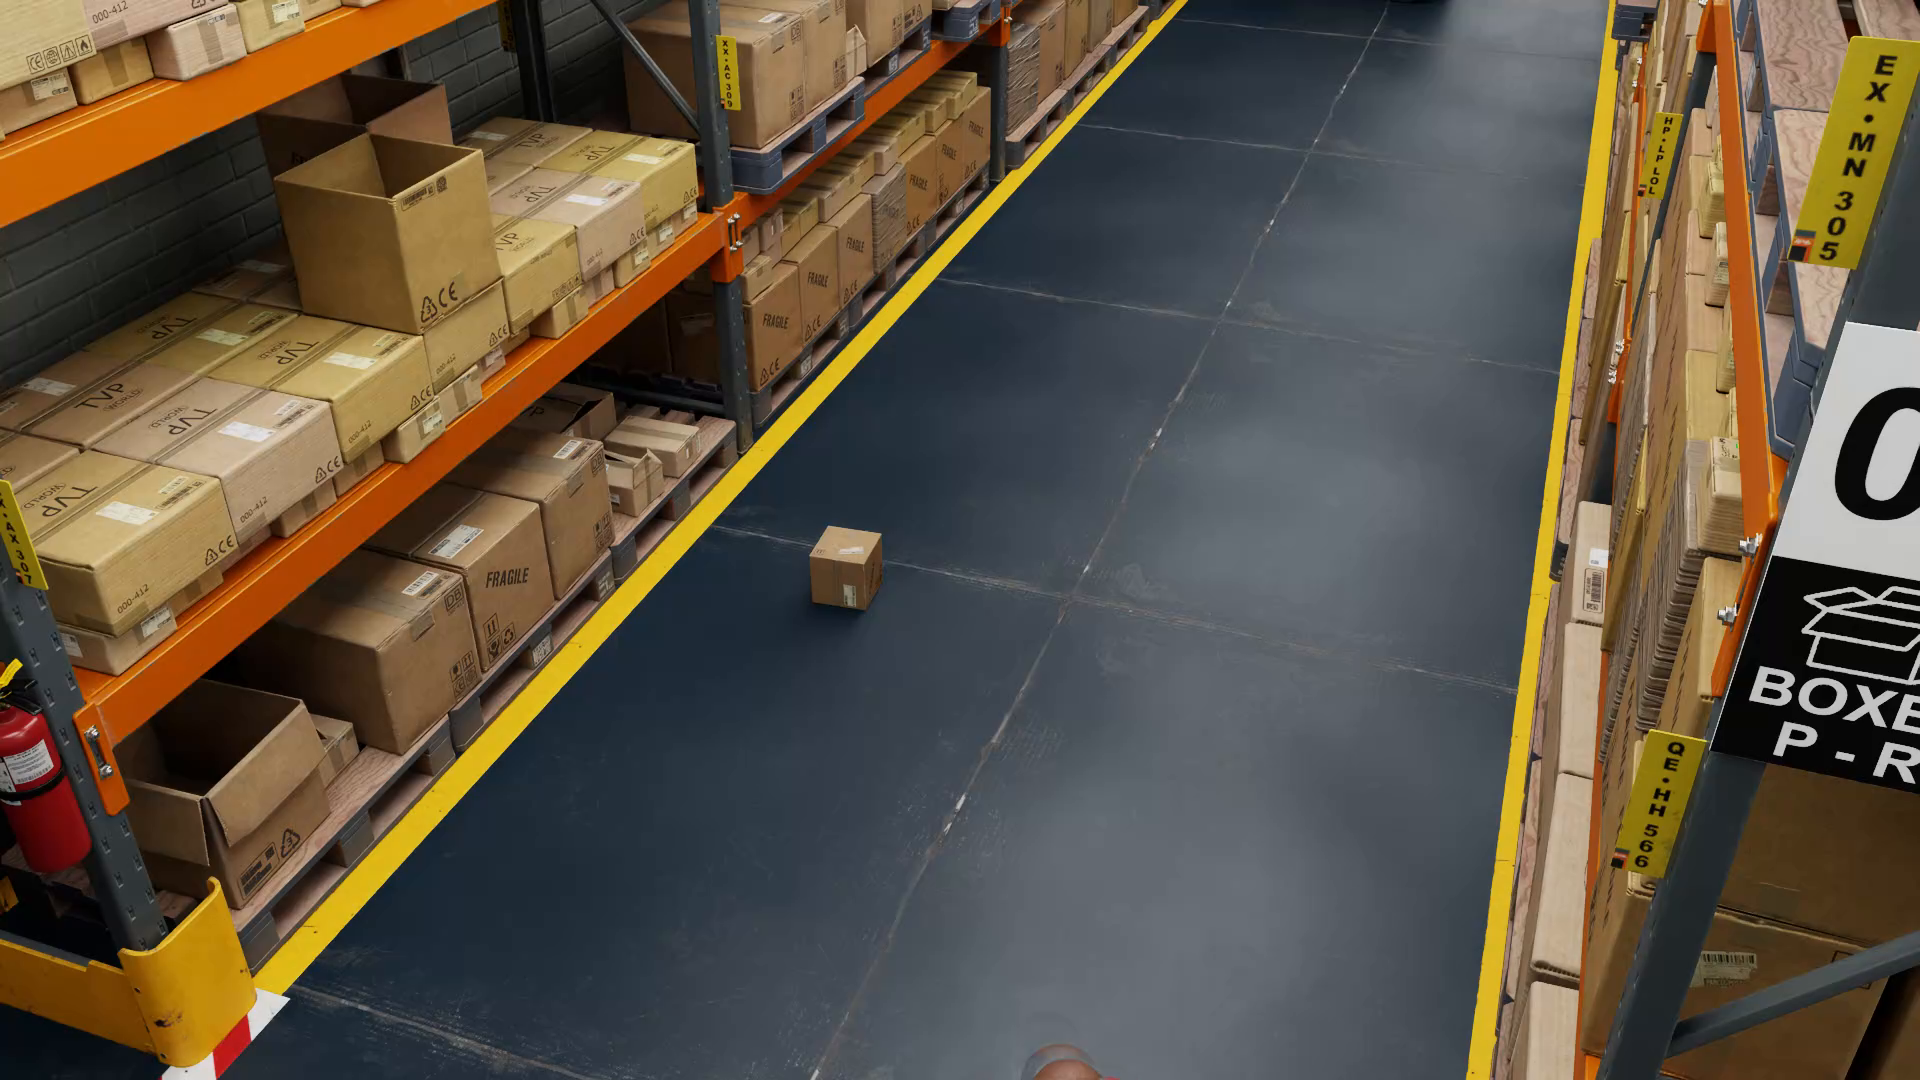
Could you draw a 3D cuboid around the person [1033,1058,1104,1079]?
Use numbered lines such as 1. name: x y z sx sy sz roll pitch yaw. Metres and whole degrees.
1. person: 0.220 1.767 3.422 0.546 1.694 0.945 -7 34 -11
